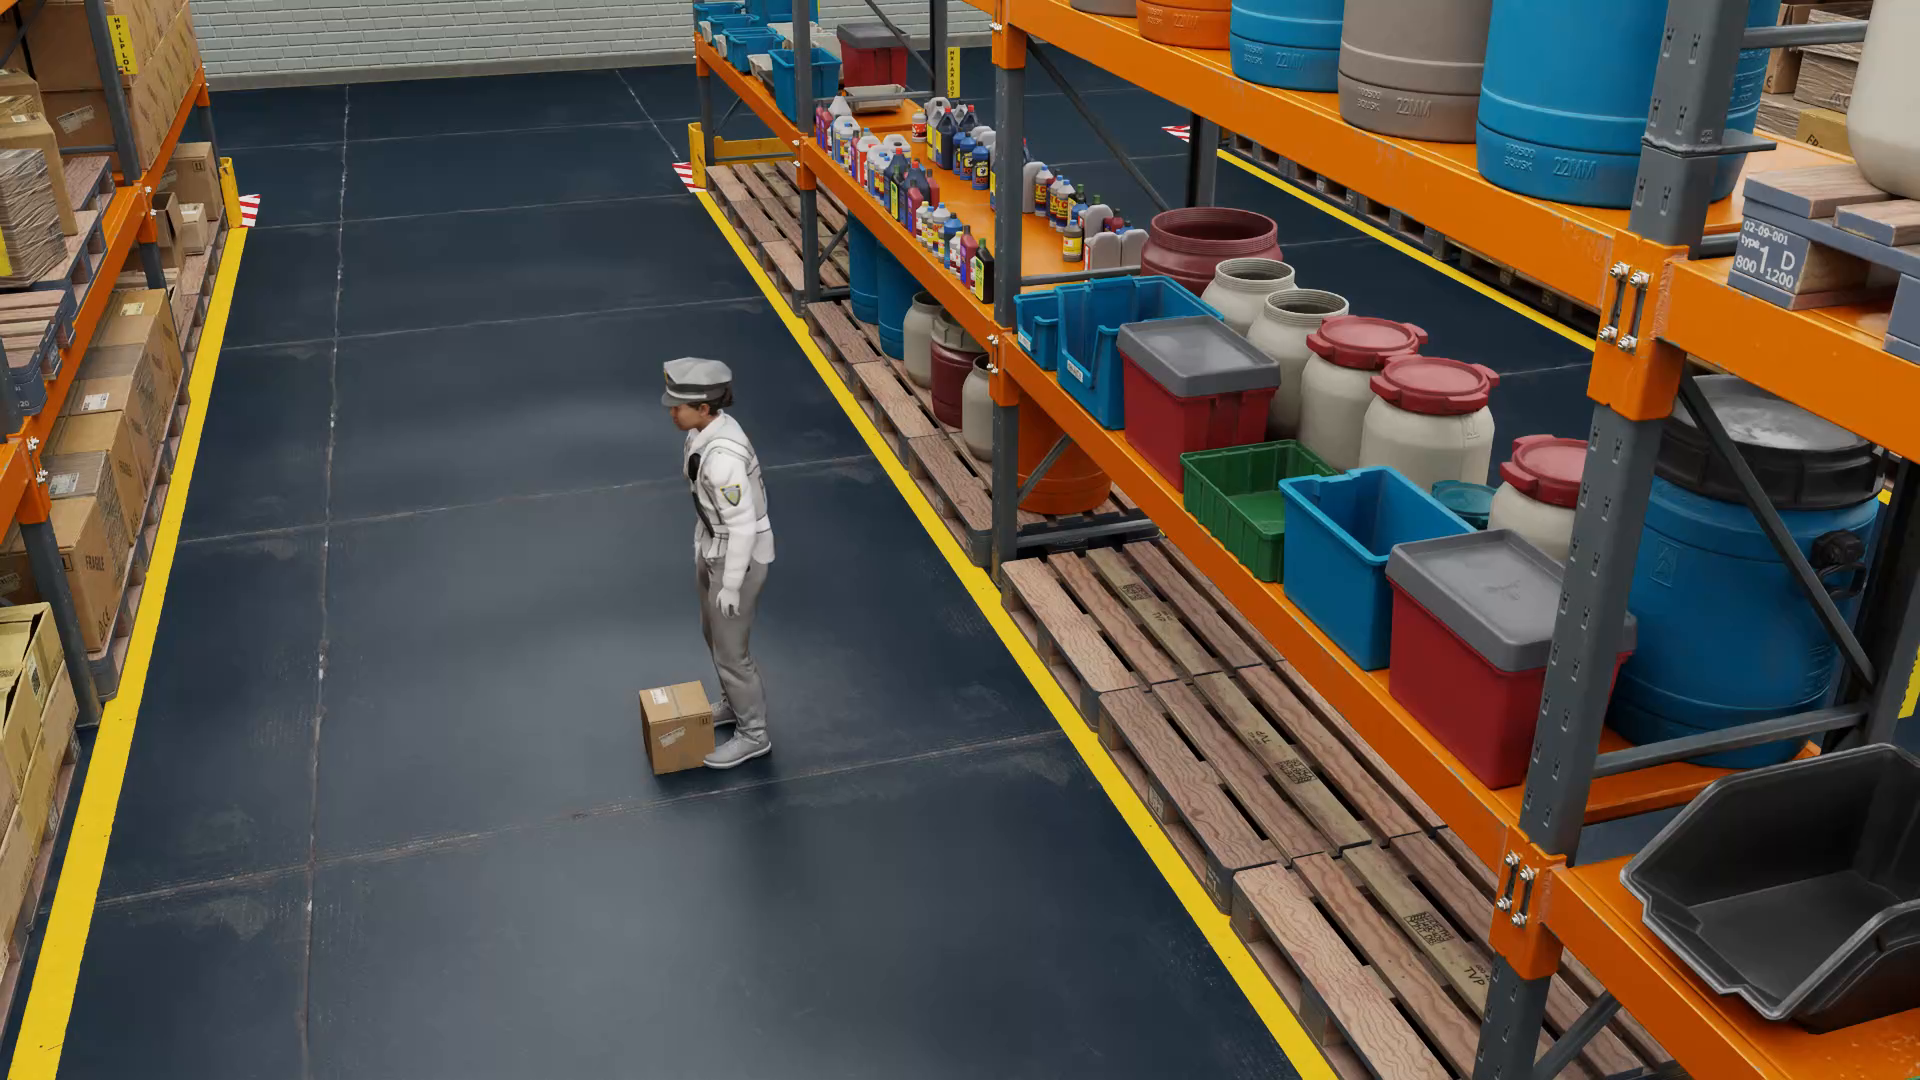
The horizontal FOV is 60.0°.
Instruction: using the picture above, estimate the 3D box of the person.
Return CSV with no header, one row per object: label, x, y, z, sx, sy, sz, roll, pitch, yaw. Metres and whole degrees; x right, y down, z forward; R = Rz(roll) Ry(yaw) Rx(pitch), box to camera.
person,-0.914,0.086,6.438,0.379,1.663,0.535,-9,28,-17
